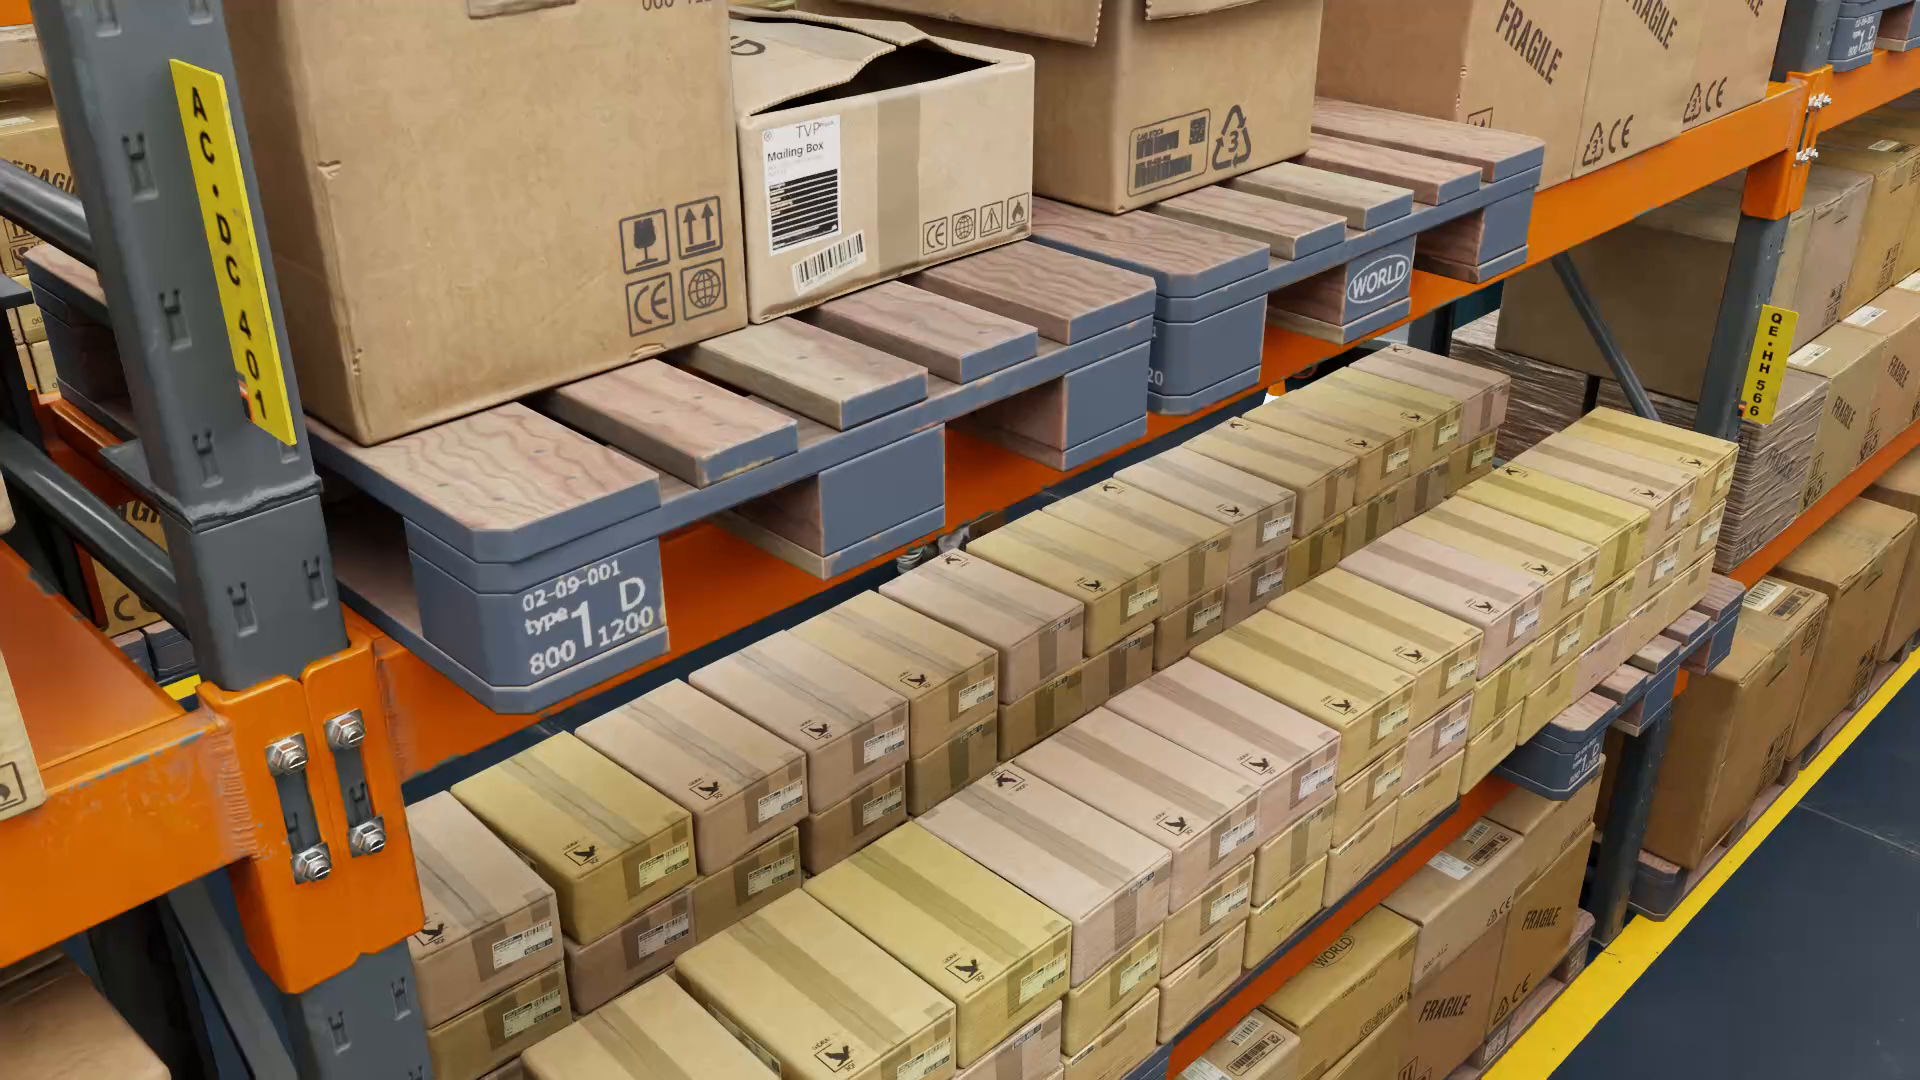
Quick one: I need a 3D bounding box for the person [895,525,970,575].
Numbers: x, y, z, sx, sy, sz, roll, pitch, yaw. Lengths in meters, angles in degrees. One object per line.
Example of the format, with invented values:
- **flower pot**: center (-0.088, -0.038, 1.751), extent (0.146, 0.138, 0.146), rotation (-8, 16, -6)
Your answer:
- **person**: center (-0.122, -0.637, 7.331), extent (0.625, 1.773, 0.452), rotation (22, 35, 36)
